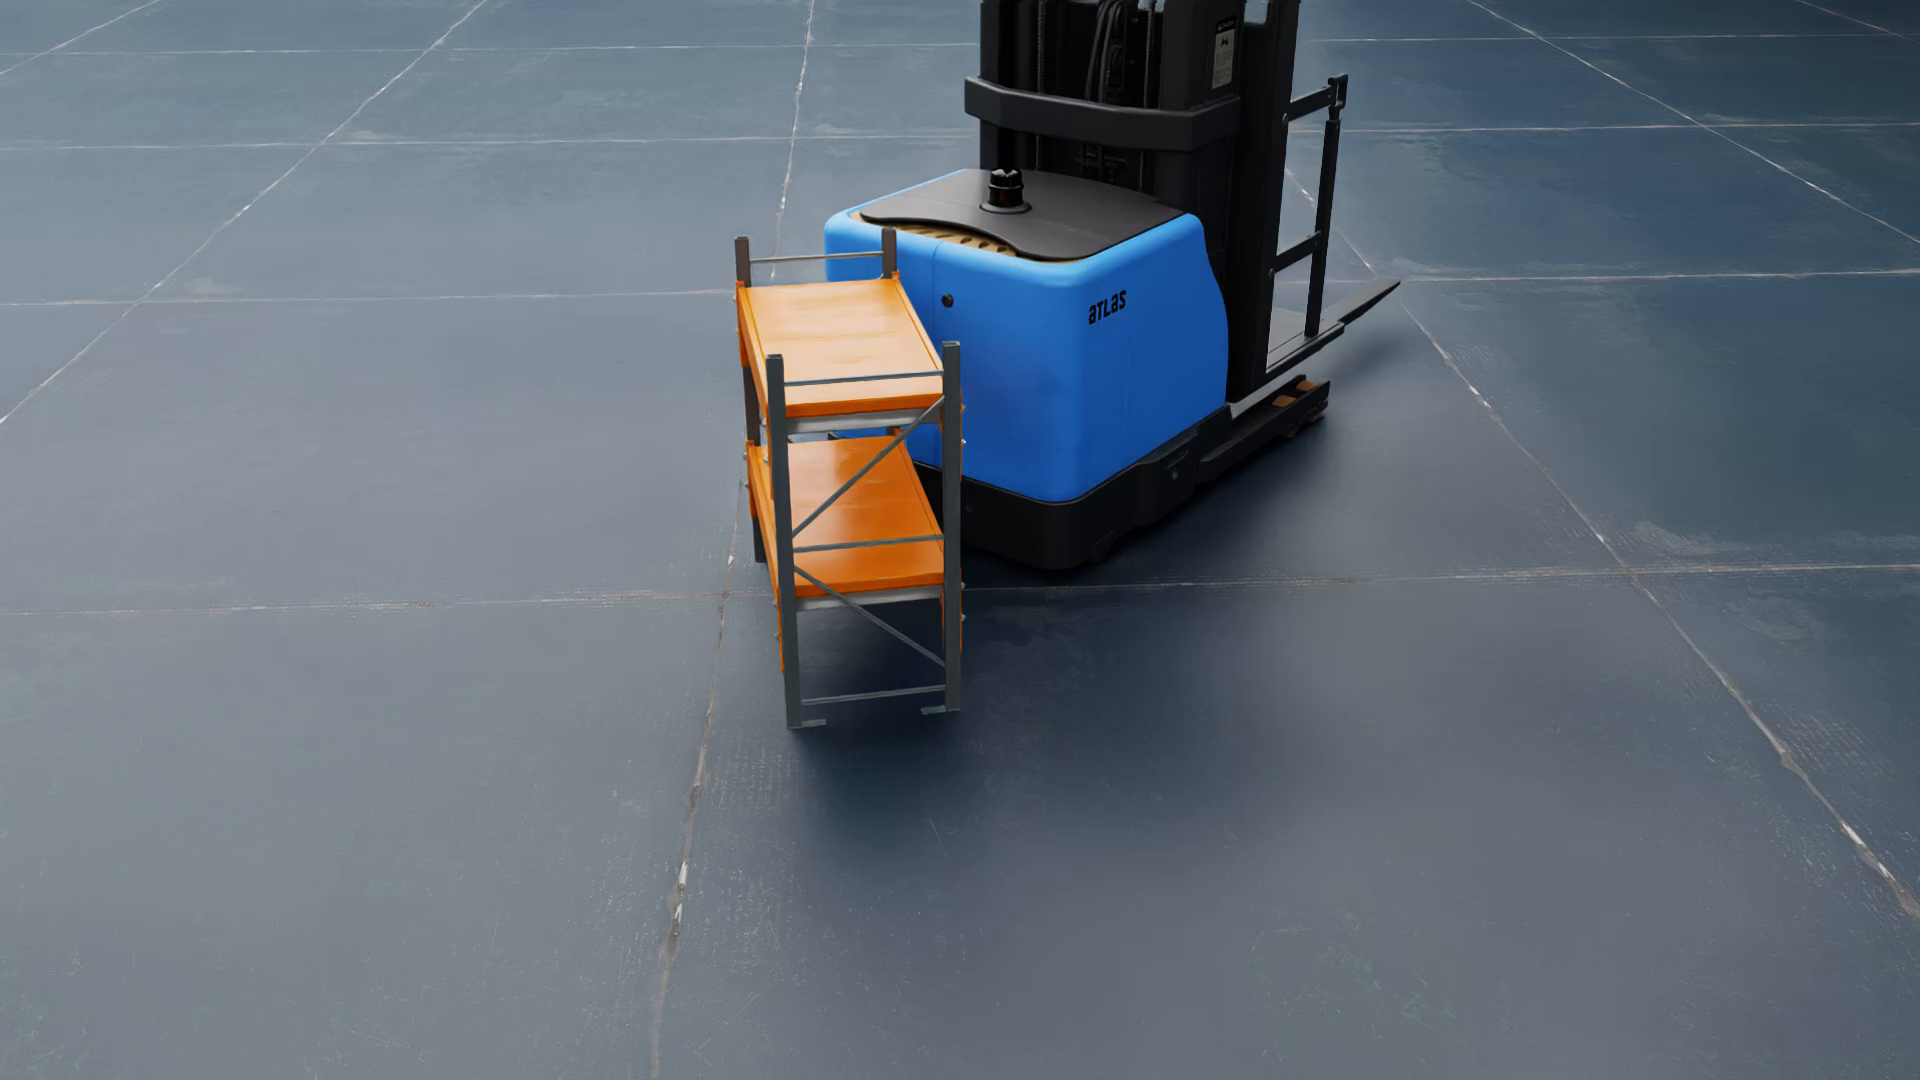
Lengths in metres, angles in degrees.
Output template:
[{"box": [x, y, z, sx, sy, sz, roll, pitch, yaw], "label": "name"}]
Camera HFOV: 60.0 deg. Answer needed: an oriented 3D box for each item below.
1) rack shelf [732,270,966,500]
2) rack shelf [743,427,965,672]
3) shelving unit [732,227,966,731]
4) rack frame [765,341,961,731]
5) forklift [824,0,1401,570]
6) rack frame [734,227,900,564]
[{"box": [-0.346, -0.478, 4.817, 0.538, 0.278, 1.000, -5, 28, -10], "label": "rack shelf"}, {"box": [-0.346, -0.002, 5.065, 0.538, 0.278, 1.000, -5, 28, -10], "label": "rack shelf"}, {"box": [-0.346, -0.218, 4.952, 0.538, 1.125, 1.048, -5, 28, -10], "label": "shelving unit"}, {"box": [-0.246, 0.012, 4.510, 0.500, 1.125, 0.032, -5, 28, -10], "label": "rack frame"}, {"box": [0.822, -1.822, 6.074, 1.130, 2.935, 3.031, 19, 33, 32], "label": "forklift"}, {"box": [-0.446, -0.449, 5.394, 0.500, 1.125, 0.032, -5, 28, -10], "label": "rack frame"}]
